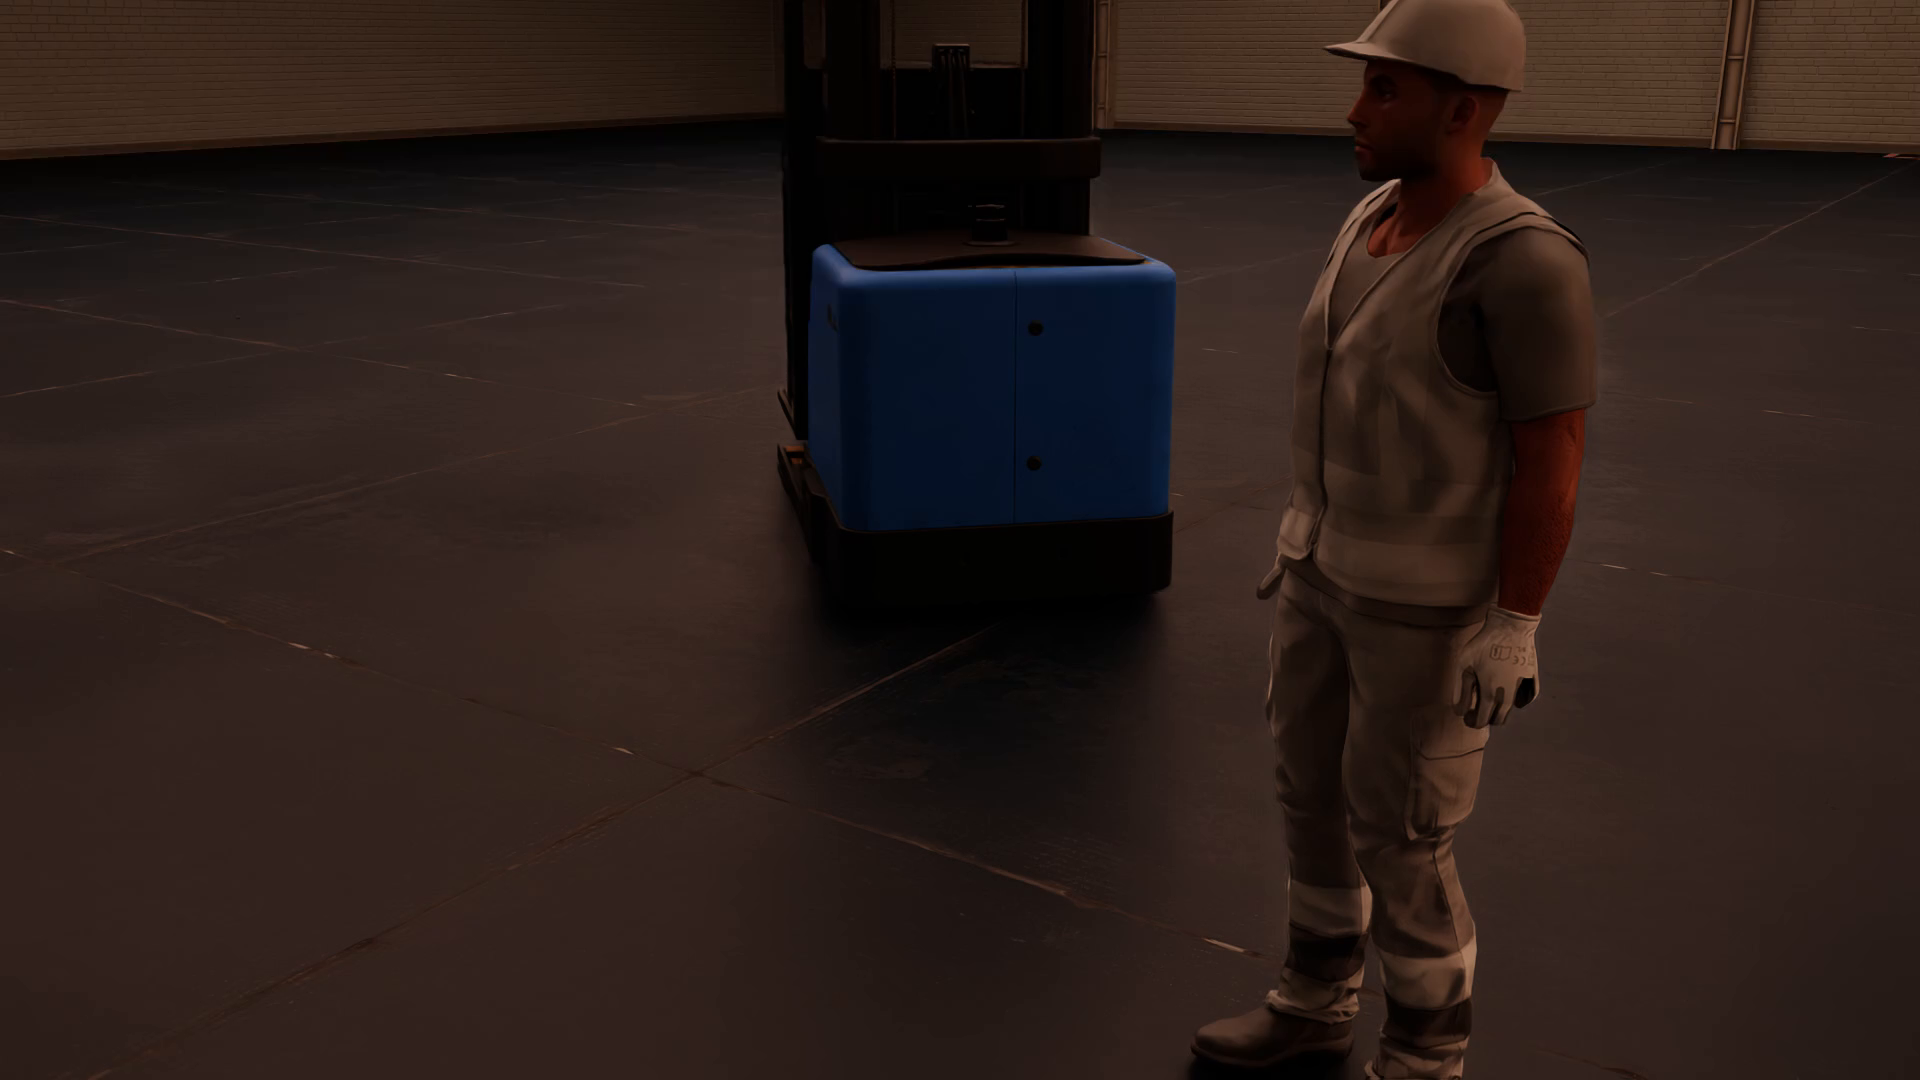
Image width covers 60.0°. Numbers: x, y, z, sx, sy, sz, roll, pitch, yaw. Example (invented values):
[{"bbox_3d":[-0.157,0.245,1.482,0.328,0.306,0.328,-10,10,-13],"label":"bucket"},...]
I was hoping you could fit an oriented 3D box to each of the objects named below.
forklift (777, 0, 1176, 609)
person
[{"bbox_3d":[-0.122,-1.576,6.103,1.130,2.935,3.031,-3,17,-10],"label":"forklift"},{"bbox_3d":[0.638,0.082,2.555,0.378,1.794,0.614,-6,18,-20],"label":"person"}]
